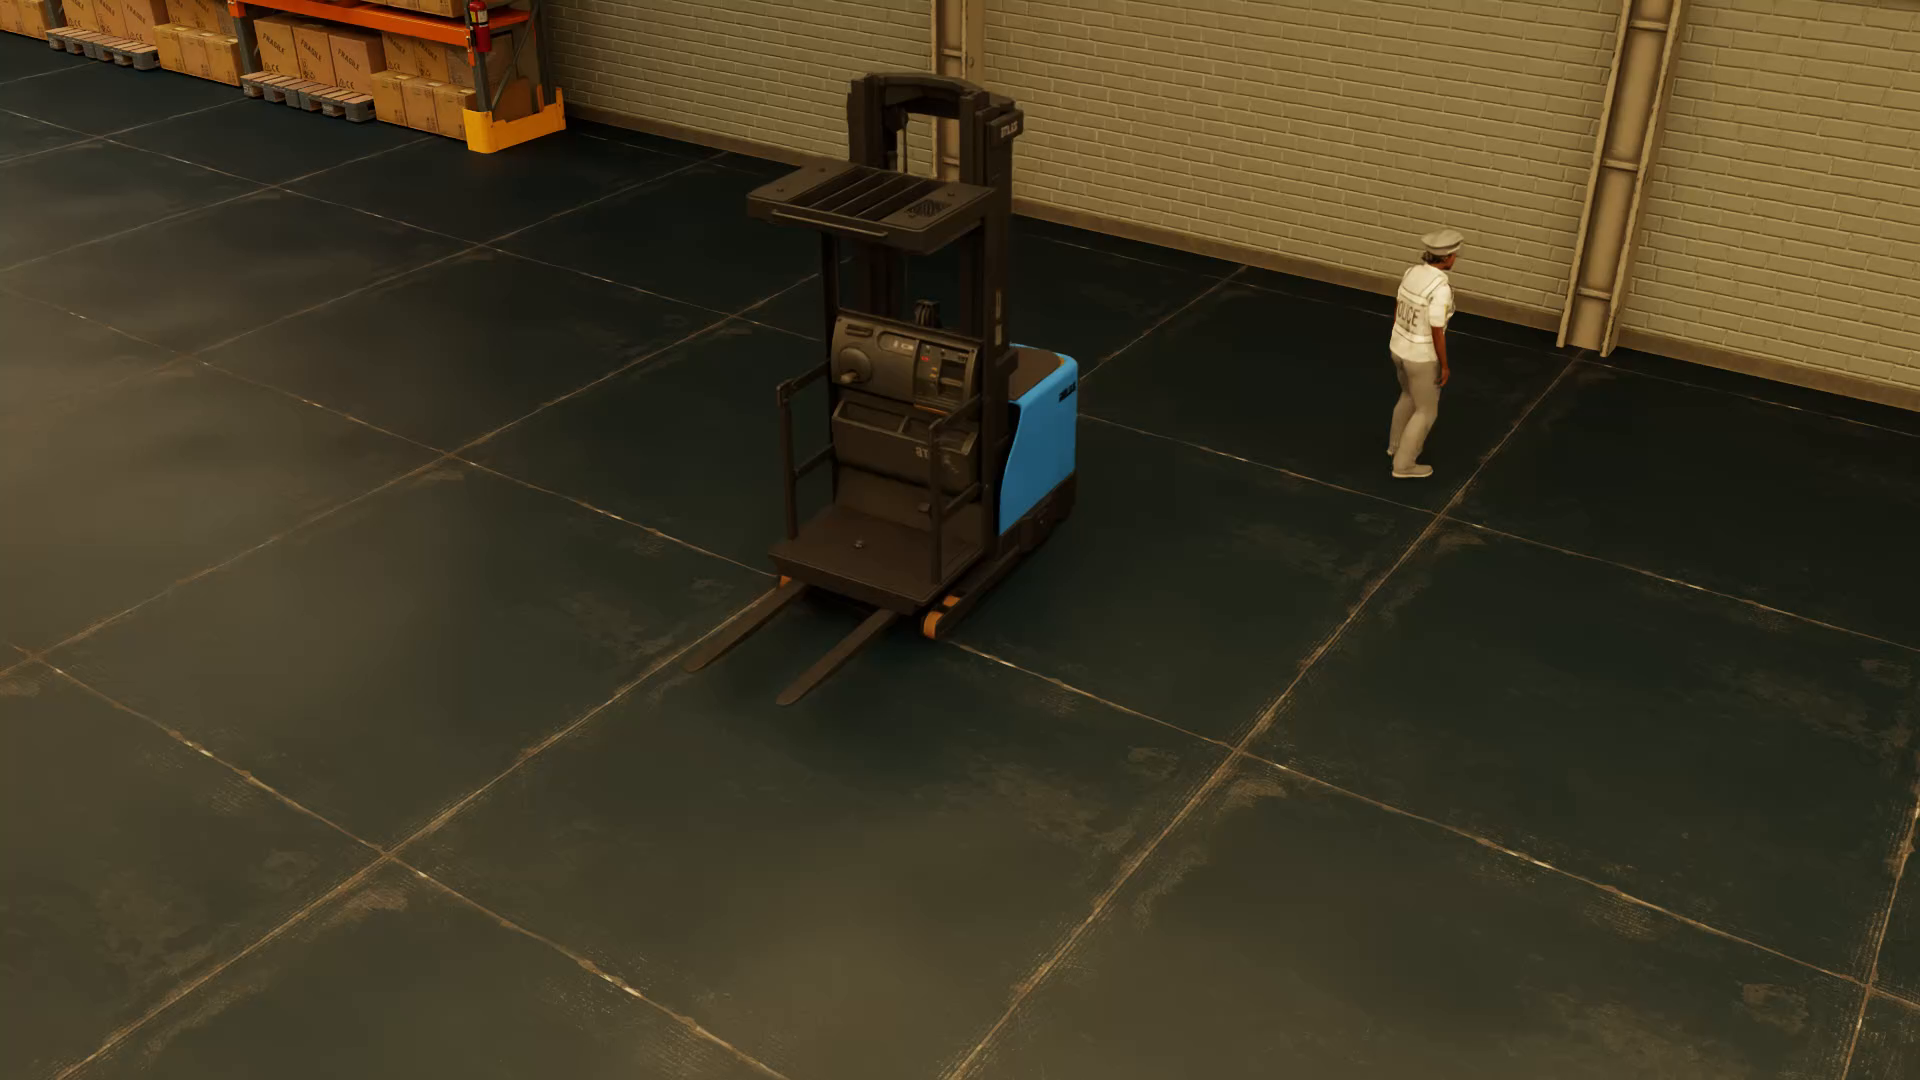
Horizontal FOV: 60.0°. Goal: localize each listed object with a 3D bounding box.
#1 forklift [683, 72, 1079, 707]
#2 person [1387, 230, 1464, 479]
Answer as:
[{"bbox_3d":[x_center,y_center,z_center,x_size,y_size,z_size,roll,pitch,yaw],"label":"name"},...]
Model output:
[{"bbox_3d":[-0.426,-0.958,9.231,1.130,2.935,3.031,16,34,26],"label":"forklift"},{"bbox_3d":[3.064,-1.214,10.969,0.436,1.677,0.519,-9,31,-14],"label":"person"}]
